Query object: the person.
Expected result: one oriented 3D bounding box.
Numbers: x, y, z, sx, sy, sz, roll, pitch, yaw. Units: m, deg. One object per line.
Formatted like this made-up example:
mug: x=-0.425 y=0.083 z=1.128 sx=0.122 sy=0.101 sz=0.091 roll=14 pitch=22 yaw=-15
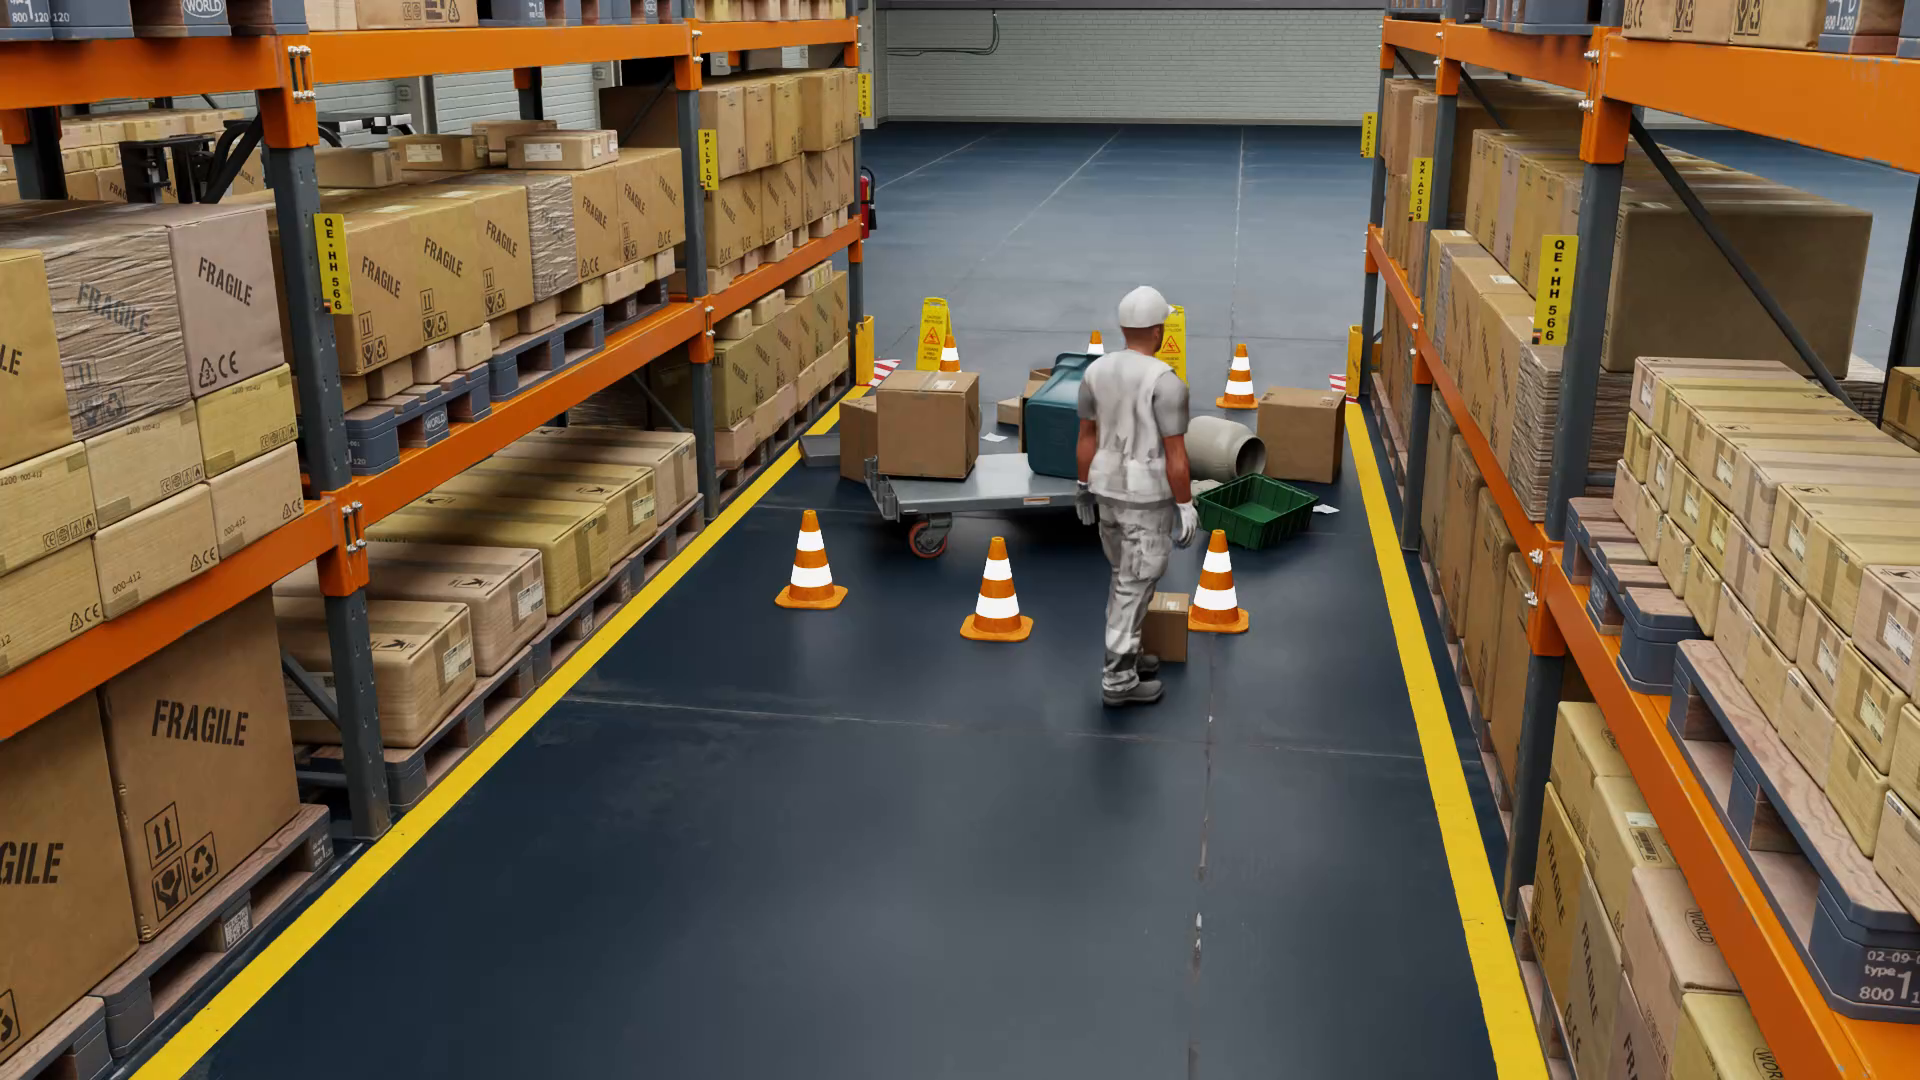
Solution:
person: x=0.821 y=-0.187 z=7.064 sx=0.550 sy=1.796 sz=0.588 roll=-14 pitch=23 yaw=-37
